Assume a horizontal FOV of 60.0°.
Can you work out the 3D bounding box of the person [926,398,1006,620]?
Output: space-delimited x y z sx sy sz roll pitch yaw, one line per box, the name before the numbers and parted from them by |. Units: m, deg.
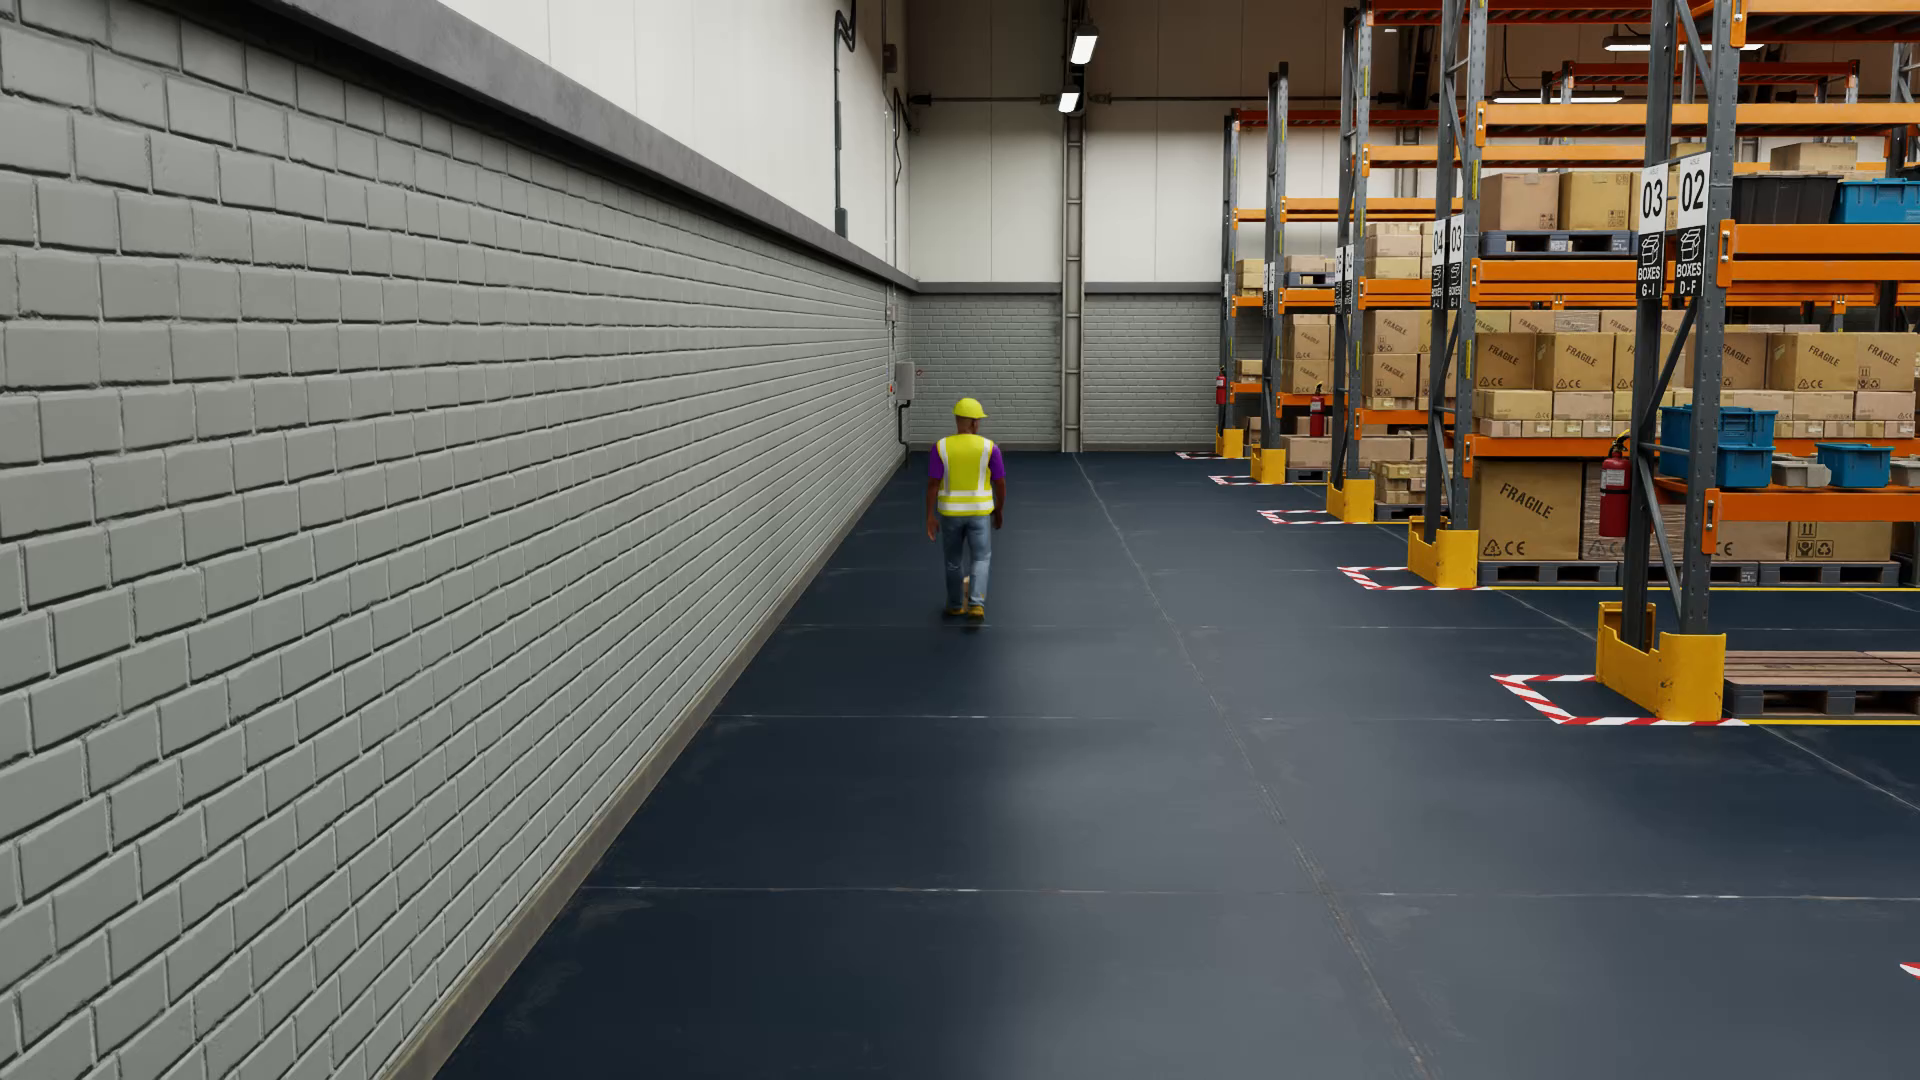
person | 0.058 -0.231 12.683 0.596 1.716 0.969 0 7 4
